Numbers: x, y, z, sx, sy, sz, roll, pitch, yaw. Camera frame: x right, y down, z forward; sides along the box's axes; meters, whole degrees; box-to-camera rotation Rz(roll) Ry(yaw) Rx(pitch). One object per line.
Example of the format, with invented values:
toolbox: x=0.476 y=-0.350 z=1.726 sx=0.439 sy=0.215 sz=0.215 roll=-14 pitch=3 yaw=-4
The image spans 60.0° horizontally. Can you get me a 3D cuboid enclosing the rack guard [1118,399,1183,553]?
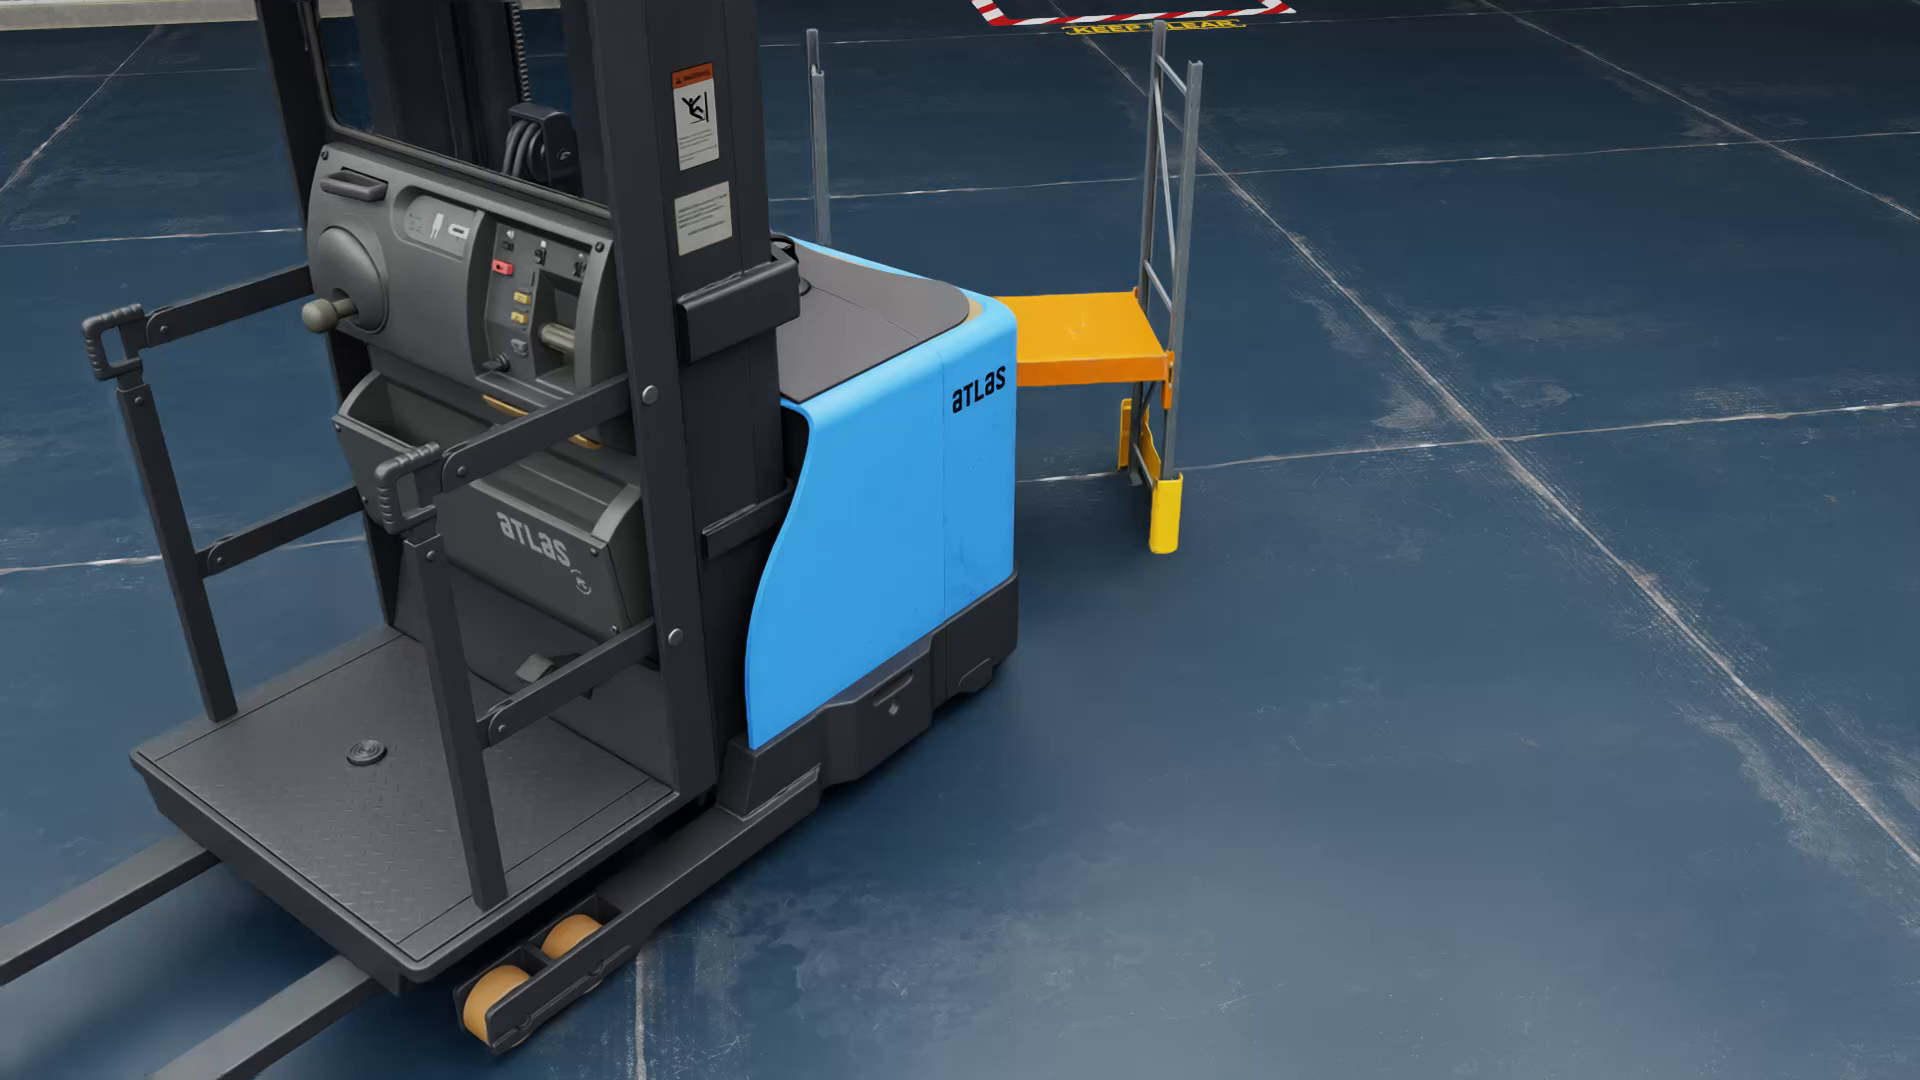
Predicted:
rack guard: x=0.609 y=-0.217 z=5.373 sx=0.087 sy=0.250 sz=0.587 roll=-3 pitch=31 yaw=-5

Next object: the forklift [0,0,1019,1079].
forklift: x=-1.154 y=-0.495 z=3.200 sx=1.130 sy=2.935 sz=3.031 roll=22 pitch=37 yaw=33

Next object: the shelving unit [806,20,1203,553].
shelving unit: x=0.114 y=-0.729 z=5.010 sx=1.083 sy=1.500 sz=0.587 roll=-3 pitch=31 yaw=-5

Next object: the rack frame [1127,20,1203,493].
rack frame: x=0.610 y=-0.756 z=5.056 sx=0.032 sy=1.500 sz=0.500 roll=-3 pitch=31 yaw=-5

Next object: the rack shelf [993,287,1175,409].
rack shelf: x=0.105 y=-0.573 z=5.100 sx=1.000 sy=0.185 sz=0.538 roll=-3 pitch=31 yaw=-5

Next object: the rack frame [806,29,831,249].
rack frame: x=-0.400 y=-0.700 z=4.961 sx=0.032 sy=1.500 sz=0.500 roll=-3 pitch=31 yaw=-5
